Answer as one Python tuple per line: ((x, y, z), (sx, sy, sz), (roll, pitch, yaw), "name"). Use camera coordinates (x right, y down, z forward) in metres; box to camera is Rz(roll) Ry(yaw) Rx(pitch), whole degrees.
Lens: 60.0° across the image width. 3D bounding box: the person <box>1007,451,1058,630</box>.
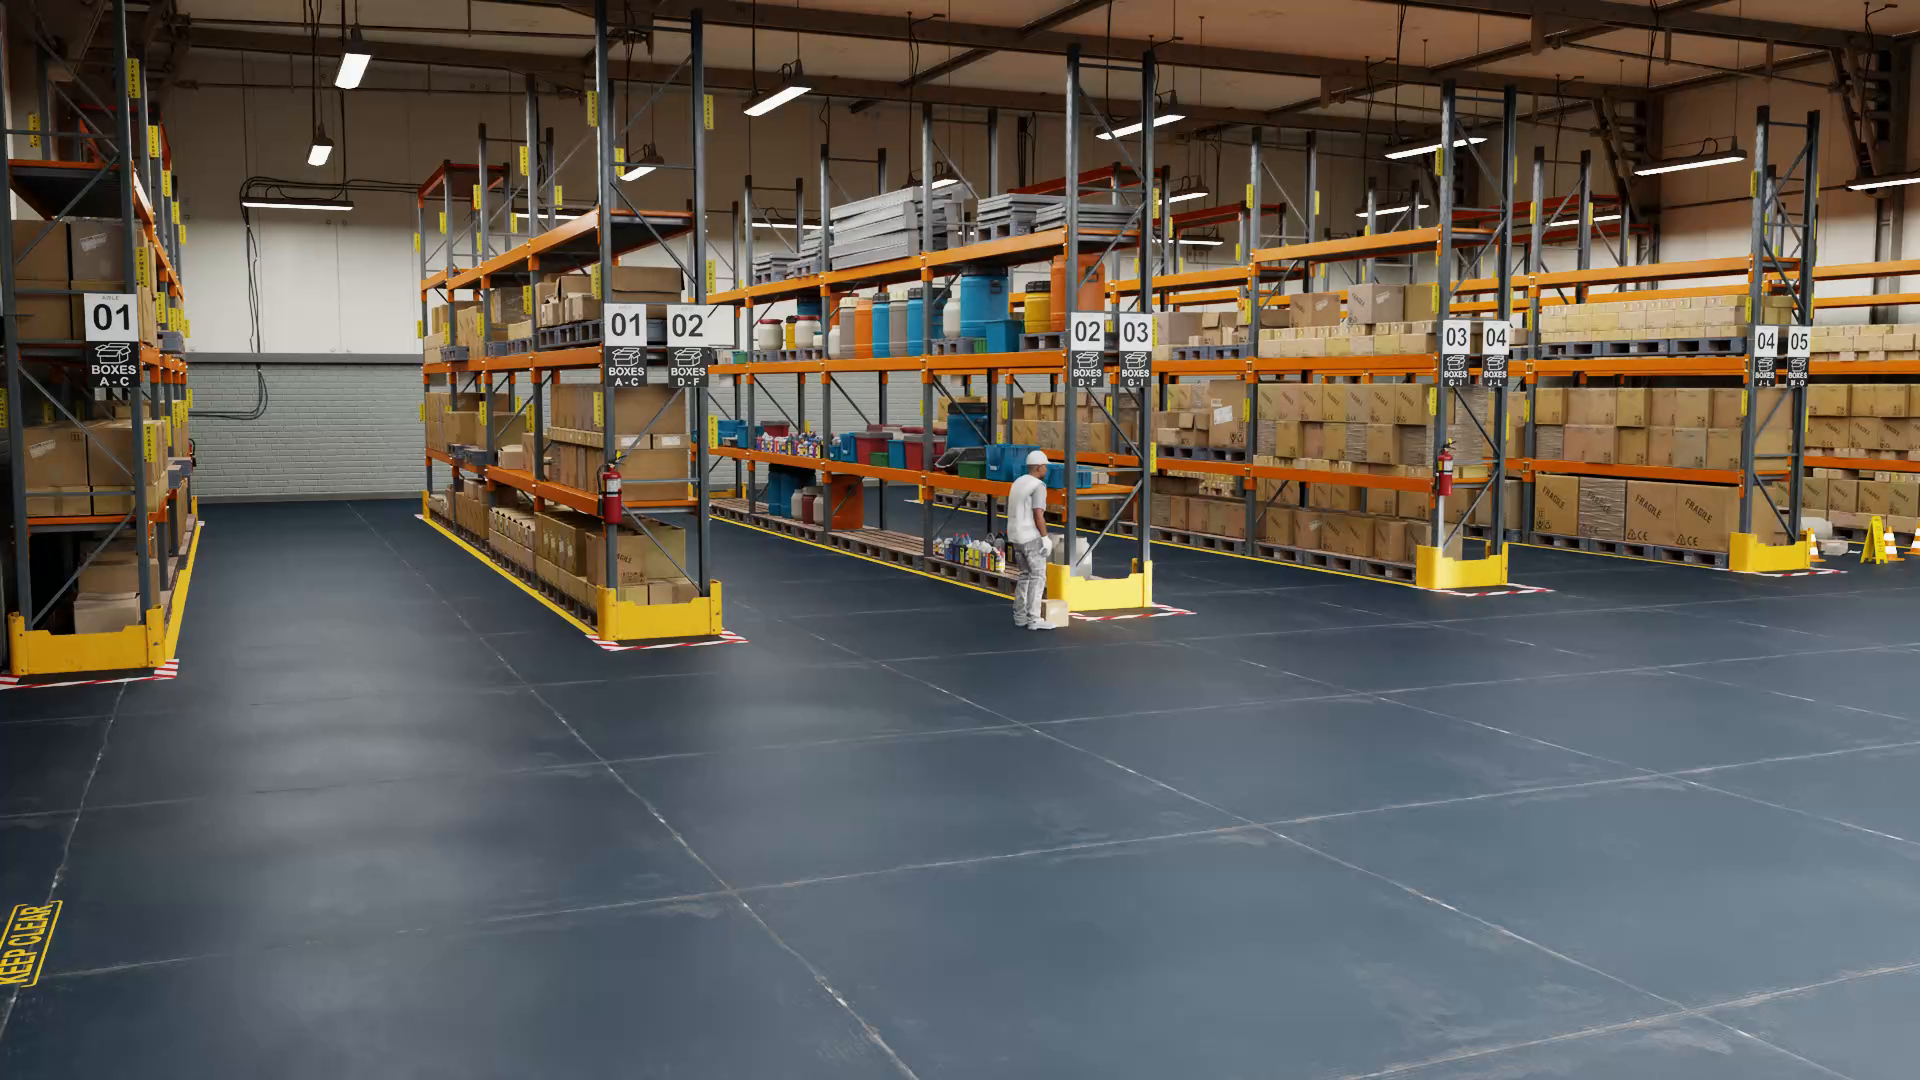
((0.725, -0.007, 16.717), (0.452, 1.774, 0.629), (-2, 6, -23), "person")
